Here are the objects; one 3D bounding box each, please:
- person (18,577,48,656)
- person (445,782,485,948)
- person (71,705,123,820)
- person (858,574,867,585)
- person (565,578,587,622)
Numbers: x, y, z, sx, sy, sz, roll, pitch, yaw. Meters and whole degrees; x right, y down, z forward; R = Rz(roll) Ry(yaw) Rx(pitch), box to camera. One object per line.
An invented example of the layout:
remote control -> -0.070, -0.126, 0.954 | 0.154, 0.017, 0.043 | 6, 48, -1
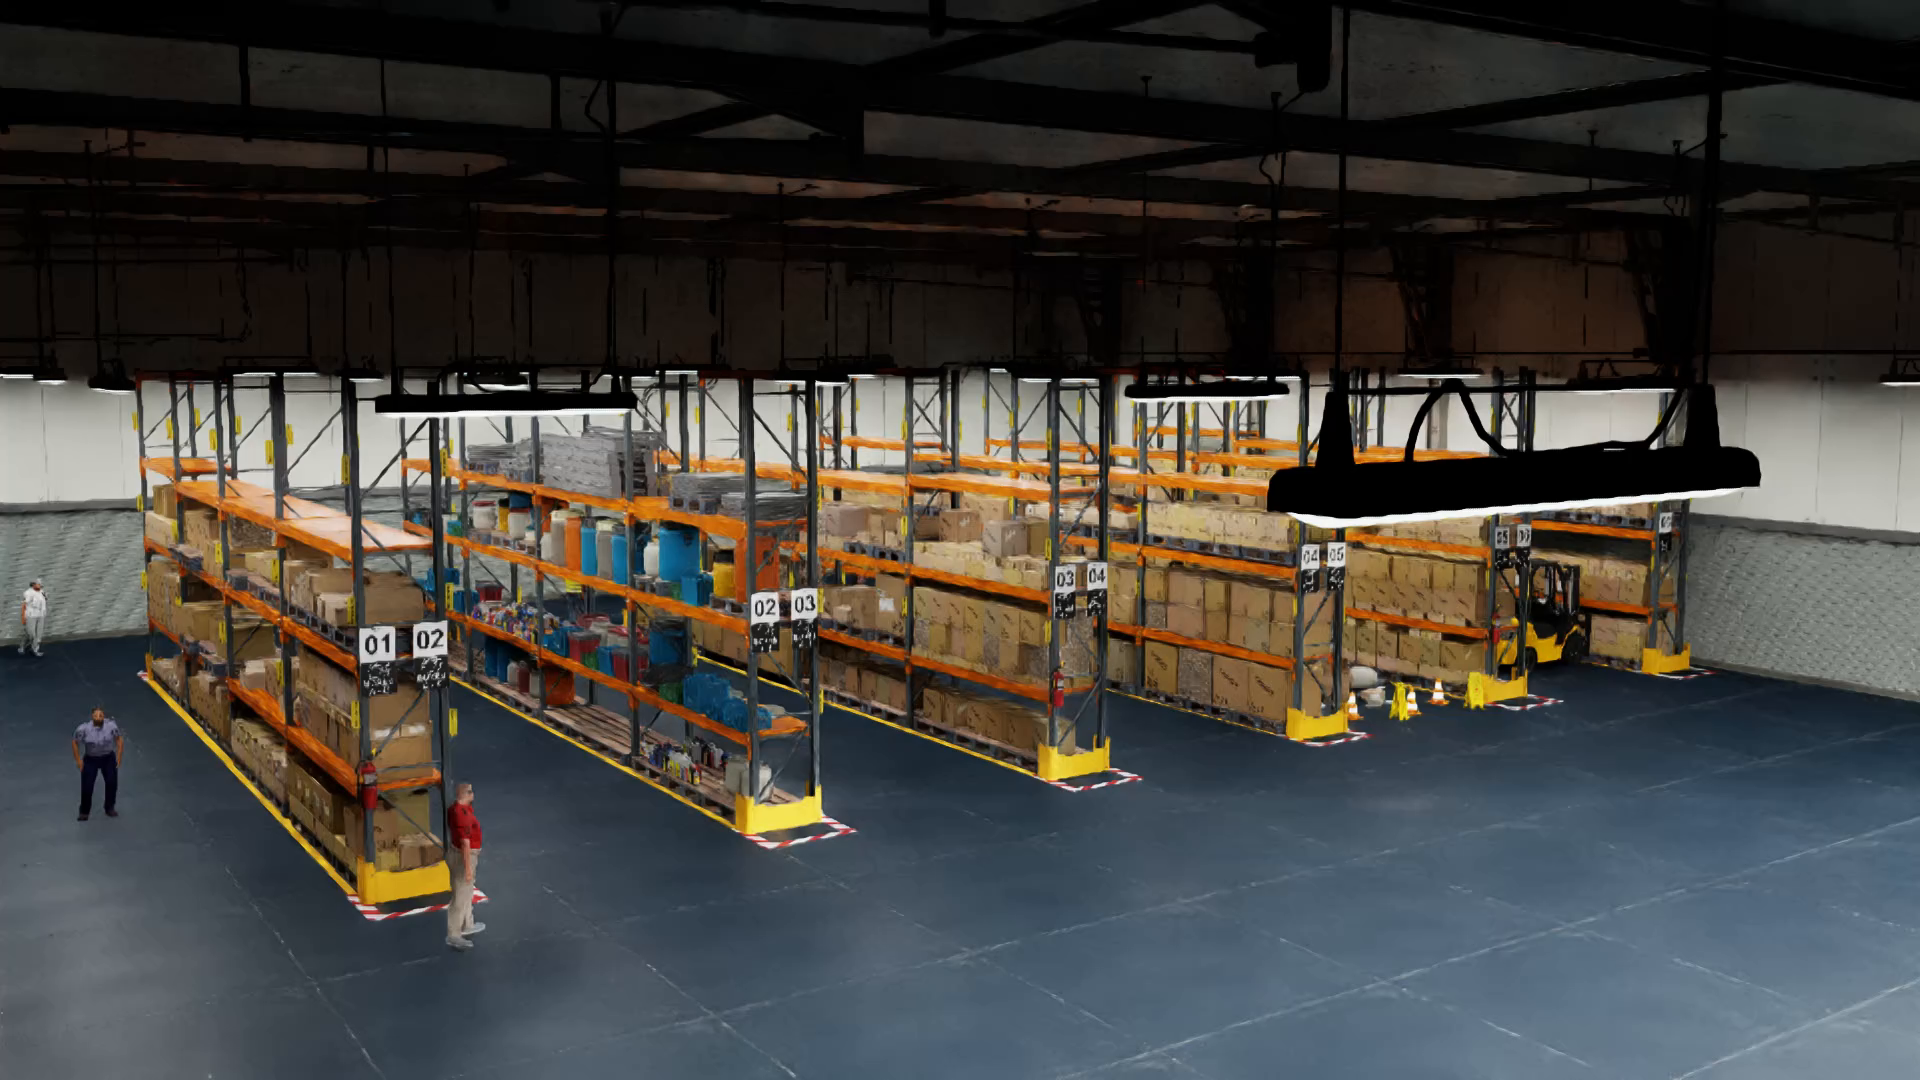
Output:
person -> -19.381, 1.600, 34.733 | 0.573, 1.653, 0.552 | 2, 7, 18
person -> -5.325, 3.454, 17.871 | 0.497, 1.725, 0.650 | -3, 7, -28
person -> -11.699, 3.004, 22.575 | 0.625, 1.596, 0.517 | -5, 8, -35
person -> -2.643, 0.632, 43.086 | 0.437, 1.667, 0.621 | -1, 6, -4
person -> -8.698, 1.192, 37.871 | 0.750, 1.765, 0.474 | 3, 7, 26
